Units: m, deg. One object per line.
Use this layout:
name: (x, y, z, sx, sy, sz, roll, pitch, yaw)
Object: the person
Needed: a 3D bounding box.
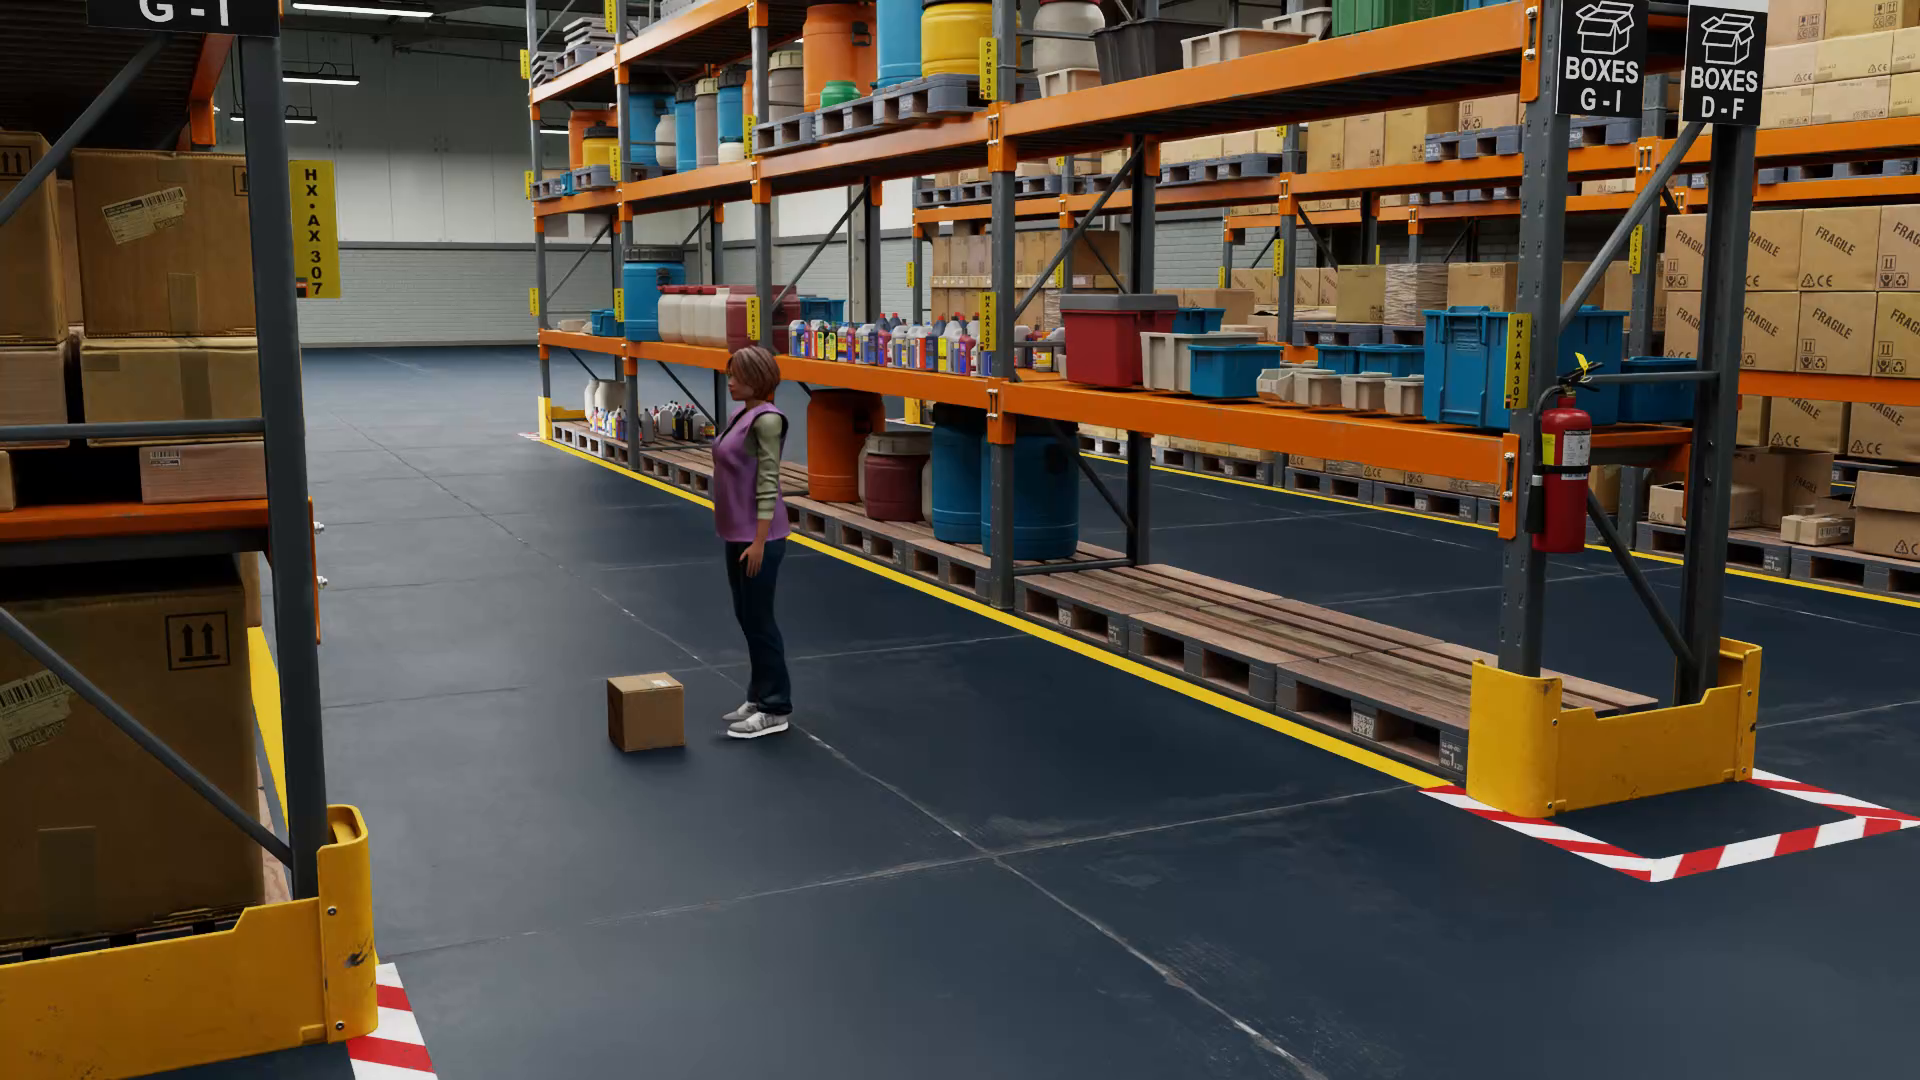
person: (-0.853, 0.015, 6.848, 0.311, 1.623, 0.420, -4, 10, -25)
